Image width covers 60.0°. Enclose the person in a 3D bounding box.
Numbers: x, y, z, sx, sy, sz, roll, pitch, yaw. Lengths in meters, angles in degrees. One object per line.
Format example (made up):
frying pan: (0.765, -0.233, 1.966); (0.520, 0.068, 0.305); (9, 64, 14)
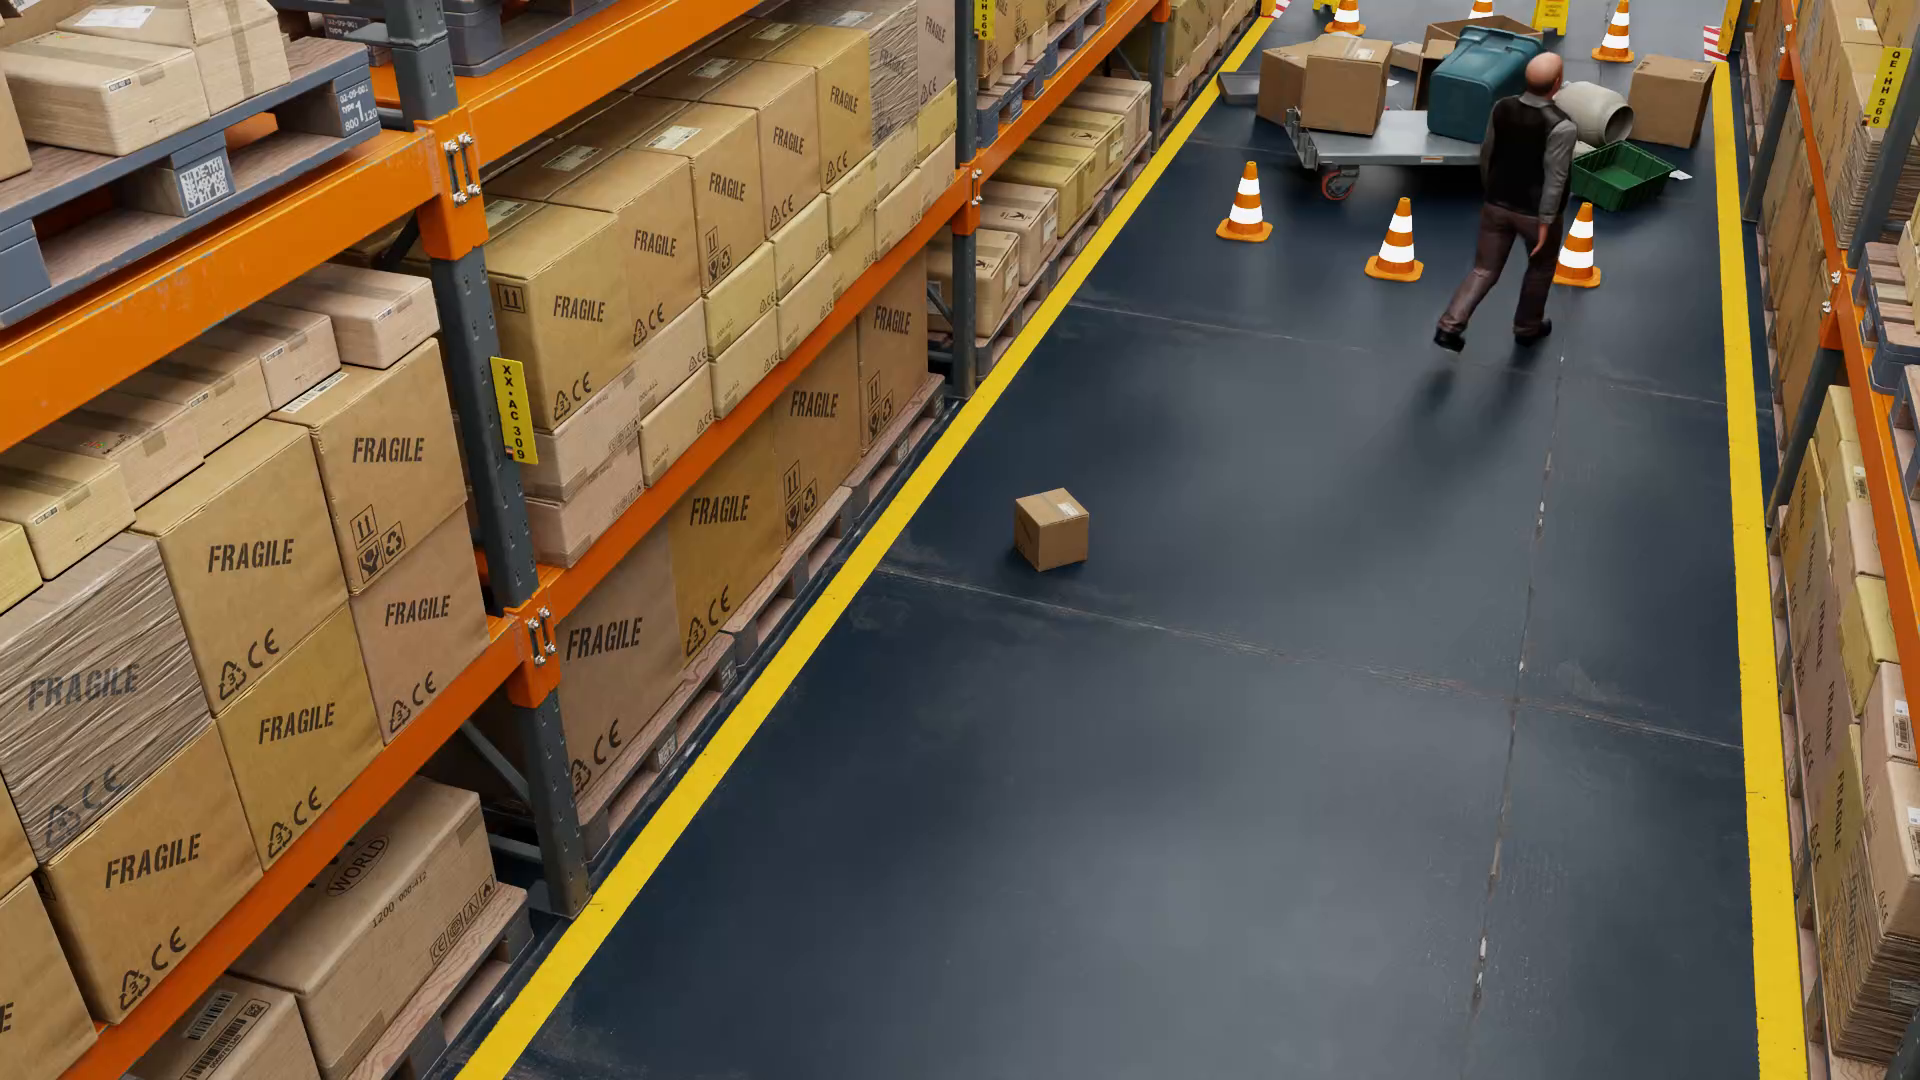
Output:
person: (2.978, -1.776, 8.894); (0.944, 1.680, 0.541); (-28, 42, -35)
